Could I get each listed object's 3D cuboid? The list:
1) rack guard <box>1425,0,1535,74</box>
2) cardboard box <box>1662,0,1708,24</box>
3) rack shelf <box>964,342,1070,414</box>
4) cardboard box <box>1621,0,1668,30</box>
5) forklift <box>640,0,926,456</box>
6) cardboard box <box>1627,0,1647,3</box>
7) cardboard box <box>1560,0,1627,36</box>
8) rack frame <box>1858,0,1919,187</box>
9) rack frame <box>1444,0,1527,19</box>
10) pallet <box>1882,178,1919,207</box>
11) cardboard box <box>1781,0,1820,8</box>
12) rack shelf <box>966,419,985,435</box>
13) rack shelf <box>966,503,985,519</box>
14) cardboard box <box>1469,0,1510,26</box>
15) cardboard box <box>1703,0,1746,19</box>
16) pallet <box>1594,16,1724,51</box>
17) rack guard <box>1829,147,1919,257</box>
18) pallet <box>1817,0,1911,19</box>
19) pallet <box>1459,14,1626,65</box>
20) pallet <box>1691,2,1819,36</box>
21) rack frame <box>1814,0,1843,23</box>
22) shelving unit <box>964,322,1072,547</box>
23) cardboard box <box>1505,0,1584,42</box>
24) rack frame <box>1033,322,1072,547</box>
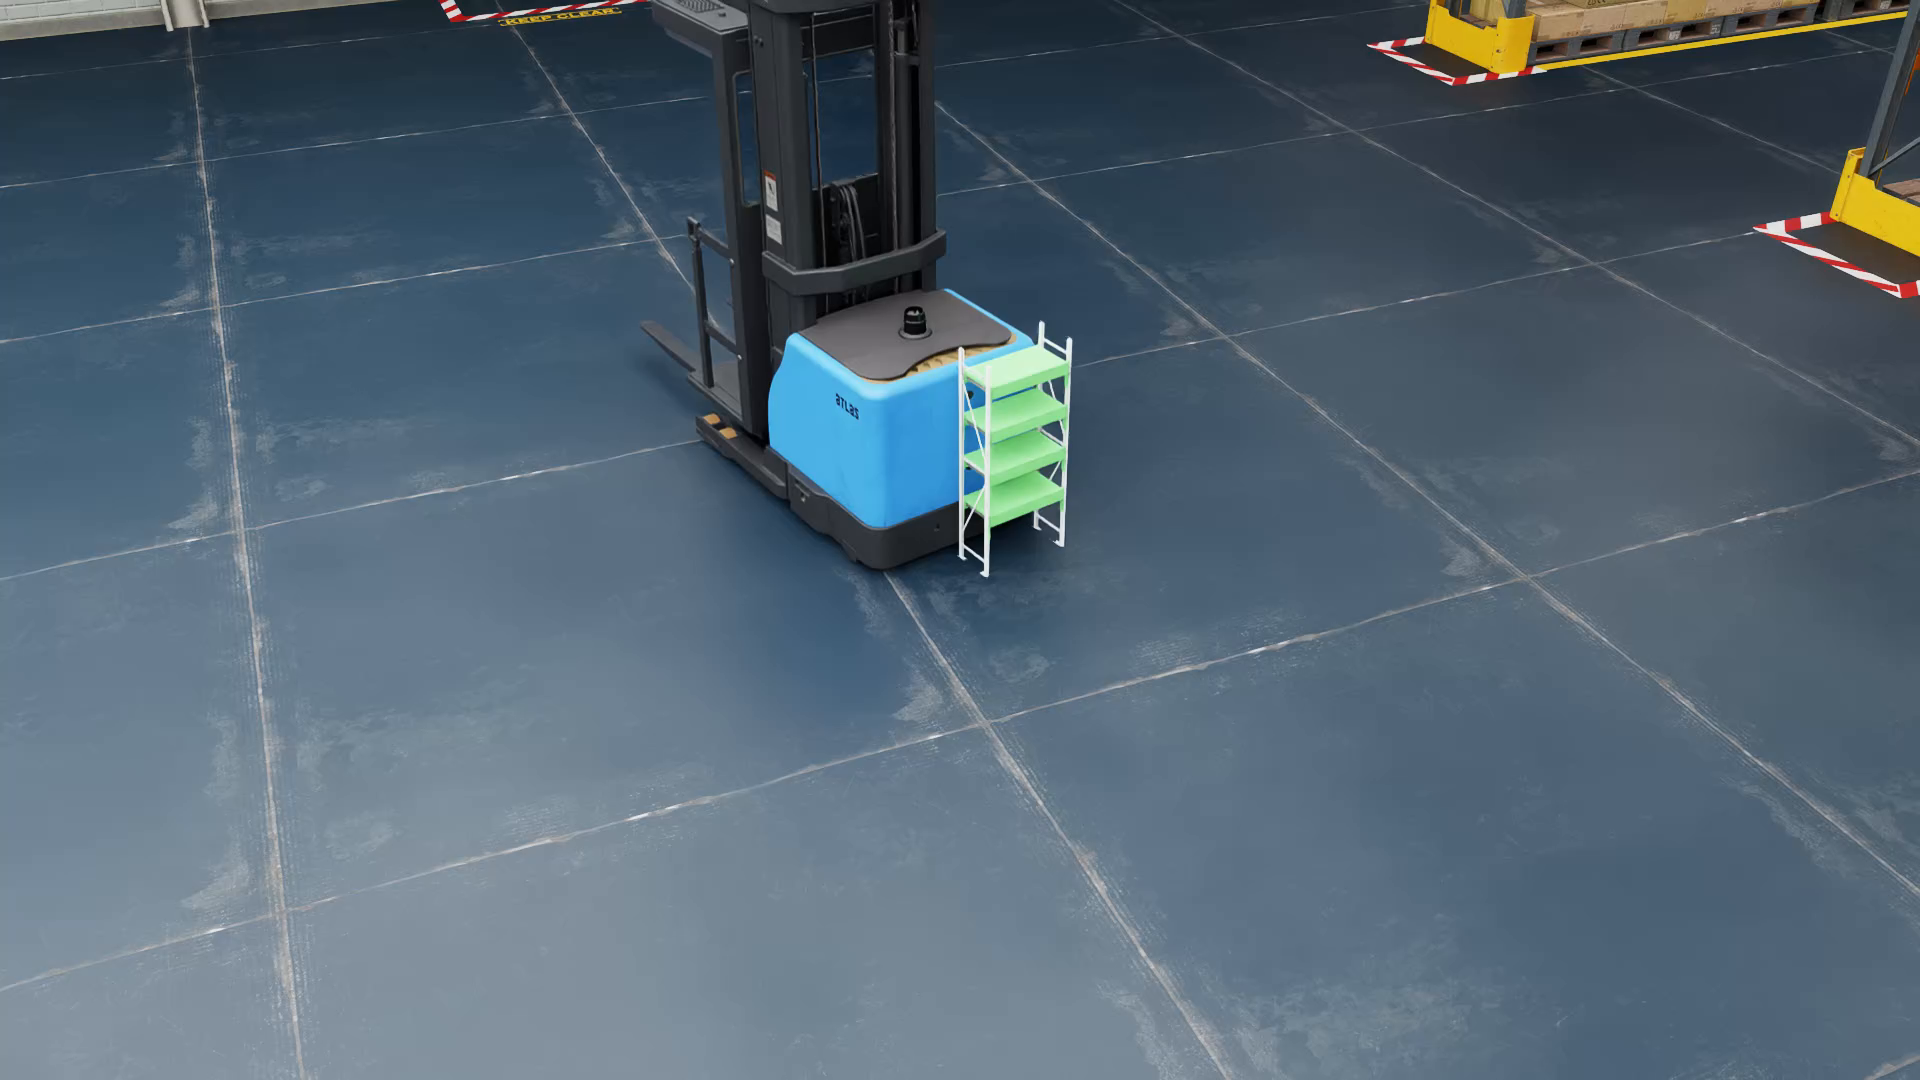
[{"bbox_3d":[4.901,-4.839,15.728,0.348,0.500,1.175,-13,35,-19],"label":"rack guard"},{"bbox_3d":[6.888,-5.232,16.177,0.500,0.250,0.500,-13,35,-19],"label":"cardboard box"},{"bbox_3d":[0.269,-0.791,8.103,0.480,0.148,0.258,-21,39,-29],"label":"rack shelf"},{"bbox_3d":[6.425,-5.129,16.019,0.500,0.250,0.500,-13,35,-19],"label":"cardboard box"},{"bbox_3d":[-0.863,-1.840,8.890,1.121,2.935,3.031,-21,39,-29],"label":"forklift"},{"bbox_3d":[6.420,-5.449,15.823,0.500,0.500,0.500,-13,35,-19],"label":"cardboard box"},{"bbox_3d":[5.963,-5.024,15.857,0.500,0.250,0.500,-13,35,-19],"label":"cardboard box"},{"bbox_3d":[6.837,-3.400,11.225,0.127,3.000,1.000,-13,35,-19],"label":"rack frame"},{"bbox_3d":[4.923,-5.892,15.054,0.127,3.000,1.000,-13,35,-19],"label":"rack frame"},{"bbox_3d":[7.640,-2.440,12.306,1.213,0.211,1.003,-13,35,-19],"label":"pallet"},{"bbox_3d":[8.268,-5.552,16.668,0.500,0.250,0.500,-13,35,-19],"label":"cardboard box"},{"bbox_3d":[0.269,-0.614,8.218,0.442,0.029,0.199,-21,39,-29],"label":"rack shelf"},{"bbox_3d":[0.269,-0.212,8.480,0.442,0.029,0.199,-21,39,-29],"label":"rack shelf"},{"bbox_3d":[5.303,-5.177,16.092,0.500,0.250,0.500,-13,35,-19],"label":"cardboard box"},{"bbox_3d":[7.348,-5.338,16.340,0.500,0.250,0.500,-13,35,-19],"label":"cardboard box"},{"bbox_3d":[6.735,-5.161,16.488,1.213,0.211,1.003,-13,35,-19],"label":"pallet"},{"bbox_3d":[6.889,-2.392,11.968,0.348,0.500,1.175,-13,35,-19],"label":"rack guard"},{"bbox_3d":[9.276,-5.743,17.382,1.213,0.211,1.003,-13,35,-19],"label":"pallet"},{"bbox_3d":[5.612,-4.905,16.095,1.213,0.211,1.003,-13,35,-19],"label":"pallet"},{"bbox_3d":[7.862,-5.421,16.887,1.213,0.211,1.003,-13,35,-19],"label":"pallet"},{"bbox_3d":[8.611,-6.736,16.352,0.127,3.000,1.000,-13,35,-19],"label":"rack frame"},{"bbox_3d":[0.274,-0.444,8.333,0.492,1.200,0.258,-21,39,-29],"label":"shelving unit"},{"bbox_3d":[5.504,-4.916,15.692,0.500,0.250,0.500,-13,35,-19],"label":"cardboard box"},{"bbox_3d":[0.467,-0.520,8.449,0.015,1.200,0.240,-21,39,-29],"label":"rack frame"}]
